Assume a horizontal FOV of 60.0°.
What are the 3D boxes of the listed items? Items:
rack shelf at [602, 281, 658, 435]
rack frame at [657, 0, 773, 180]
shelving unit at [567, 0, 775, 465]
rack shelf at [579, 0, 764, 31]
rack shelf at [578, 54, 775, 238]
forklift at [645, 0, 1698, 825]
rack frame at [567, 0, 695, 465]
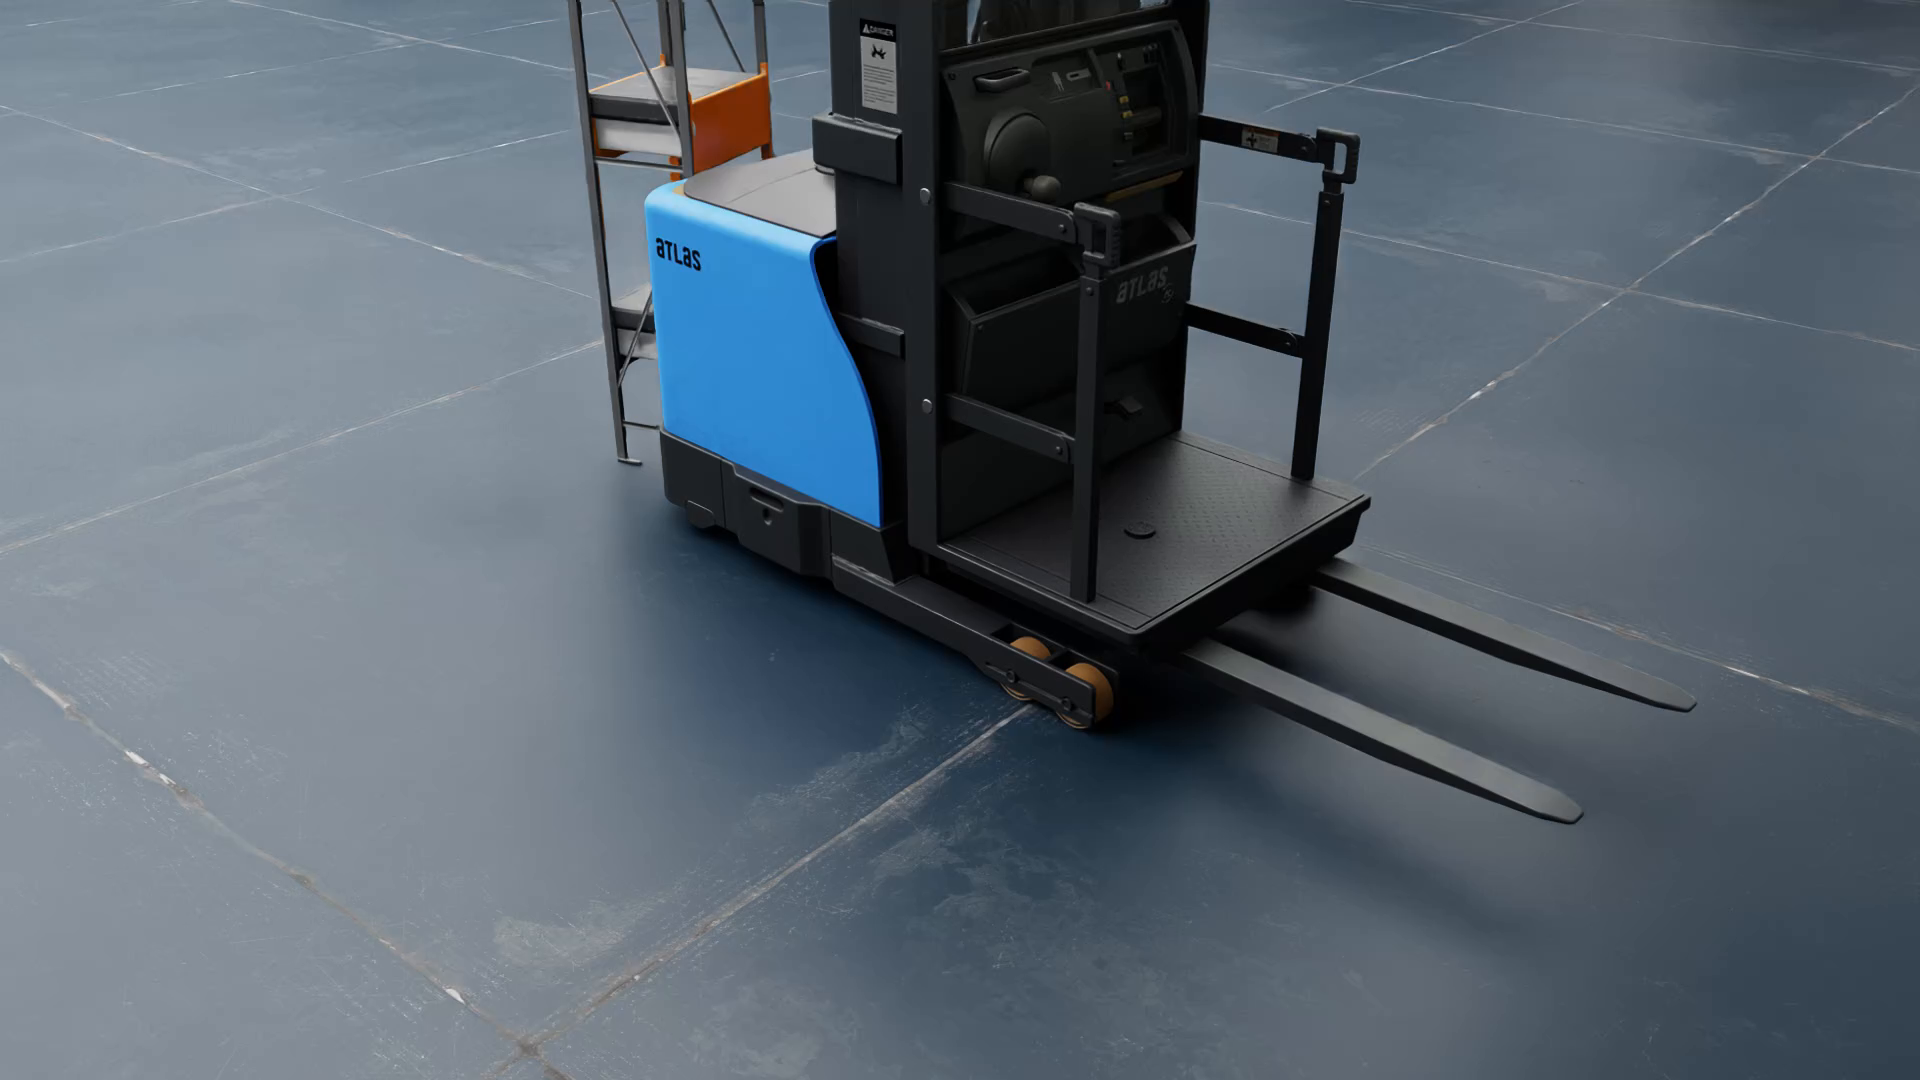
[{"bbox_3d":[-0.908,-0.644,5.759,0.431,0.518,0.480,11,29,21],"label":"rack shelf"},{"bbox_3d":[-0.815,-1.381,5.631,0.400,2.100,0.015,11,29,21],"label":"rack frame"},{"bbox_3d":[-0.912,-1.279,5.433,0.431,2.100,0.503,11,29,21],"label":"shelving unit"},{"bbox_3d":[-0.917,-1.889,5.119,0.431,0.518,0.480,11,29,21],"label":"rack shelf"},{"bbox_3d":[-0.912,-1.266,5.439,0.431,0.518,0.480,11,29,21],"label":"rack shelf"},{"bbox_3d":[0.458,-1.084,4.155,3.031,2.935,1.130,24,36,38],"label":"forklift"},{"bbox_3d":[-1.010,-1.176,5.234,0.400,2.100,0.015,11,29,21],"label":"rack frame"}]
